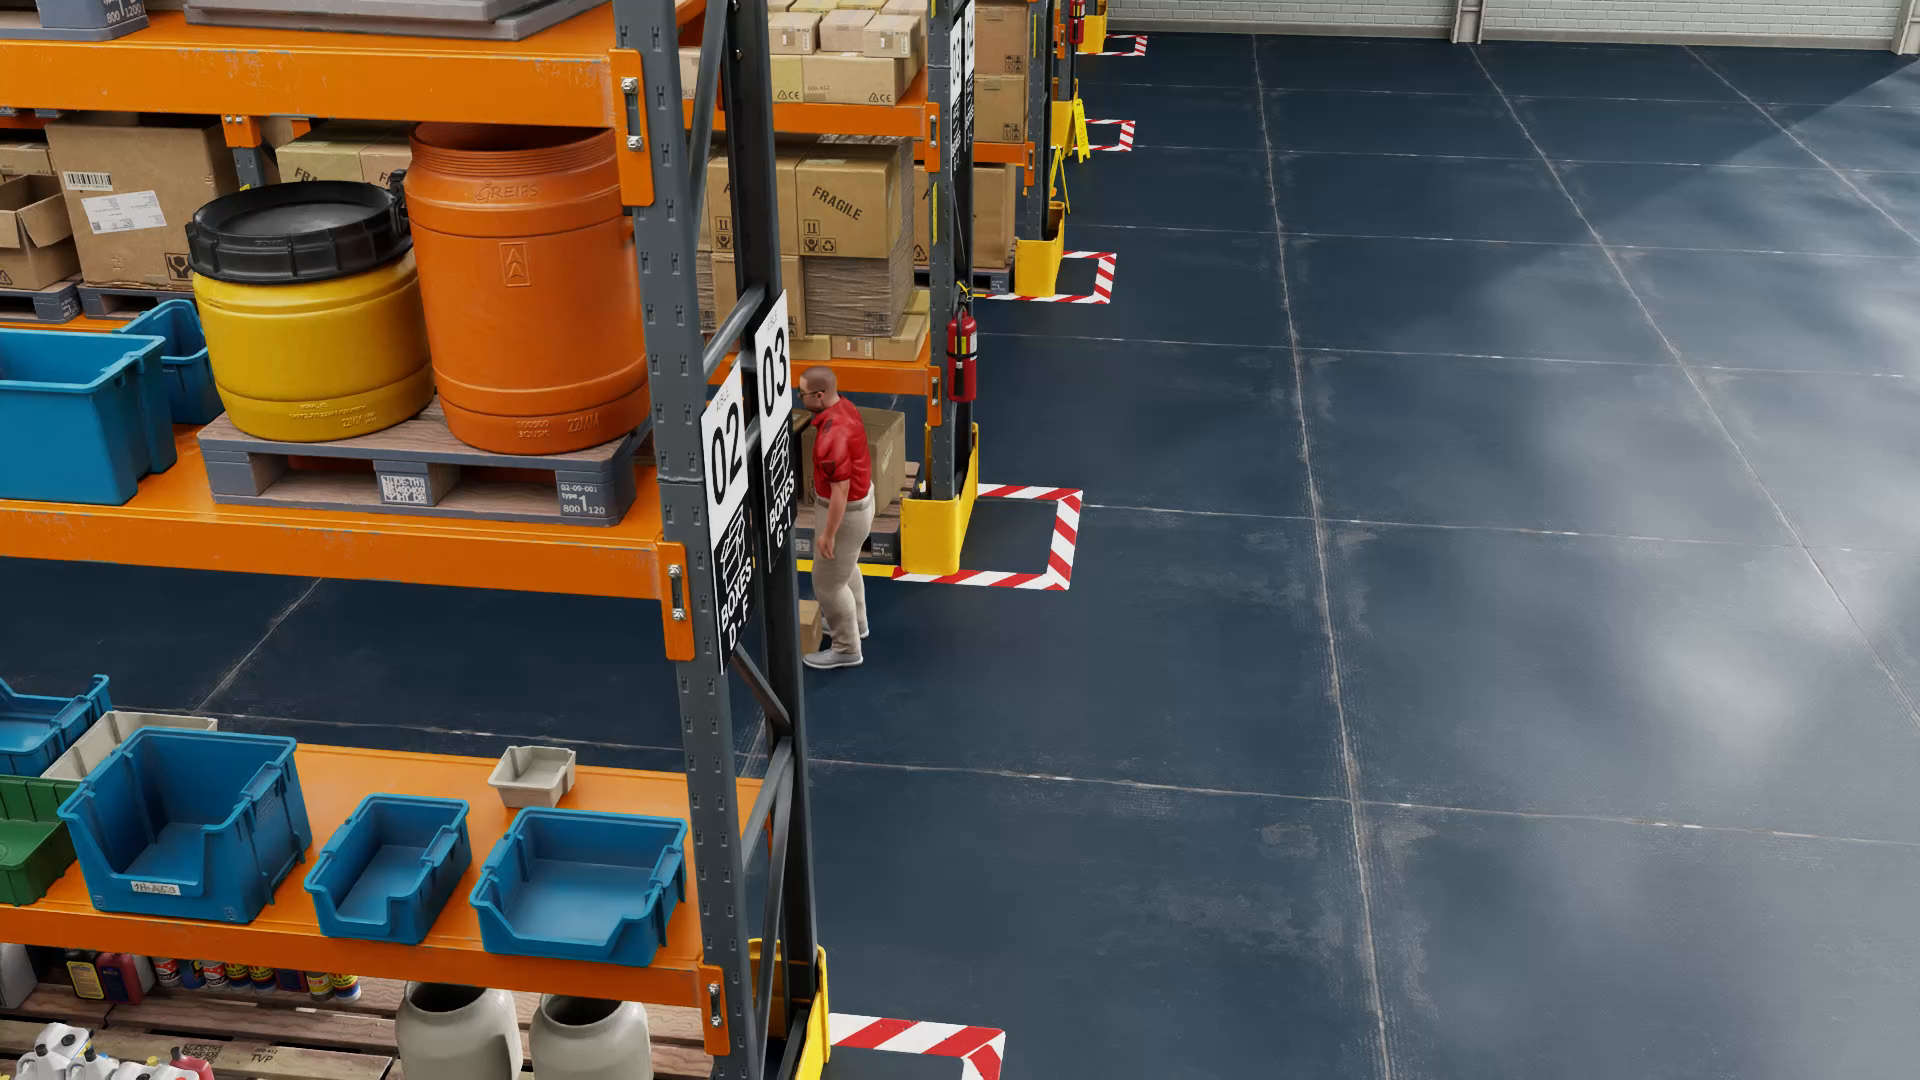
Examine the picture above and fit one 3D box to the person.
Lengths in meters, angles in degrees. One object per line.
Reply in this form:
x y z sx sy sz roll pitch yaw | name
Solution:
-0.660 -0.136 8.892 0.392 1.725 0.587 2 28 4 | person
